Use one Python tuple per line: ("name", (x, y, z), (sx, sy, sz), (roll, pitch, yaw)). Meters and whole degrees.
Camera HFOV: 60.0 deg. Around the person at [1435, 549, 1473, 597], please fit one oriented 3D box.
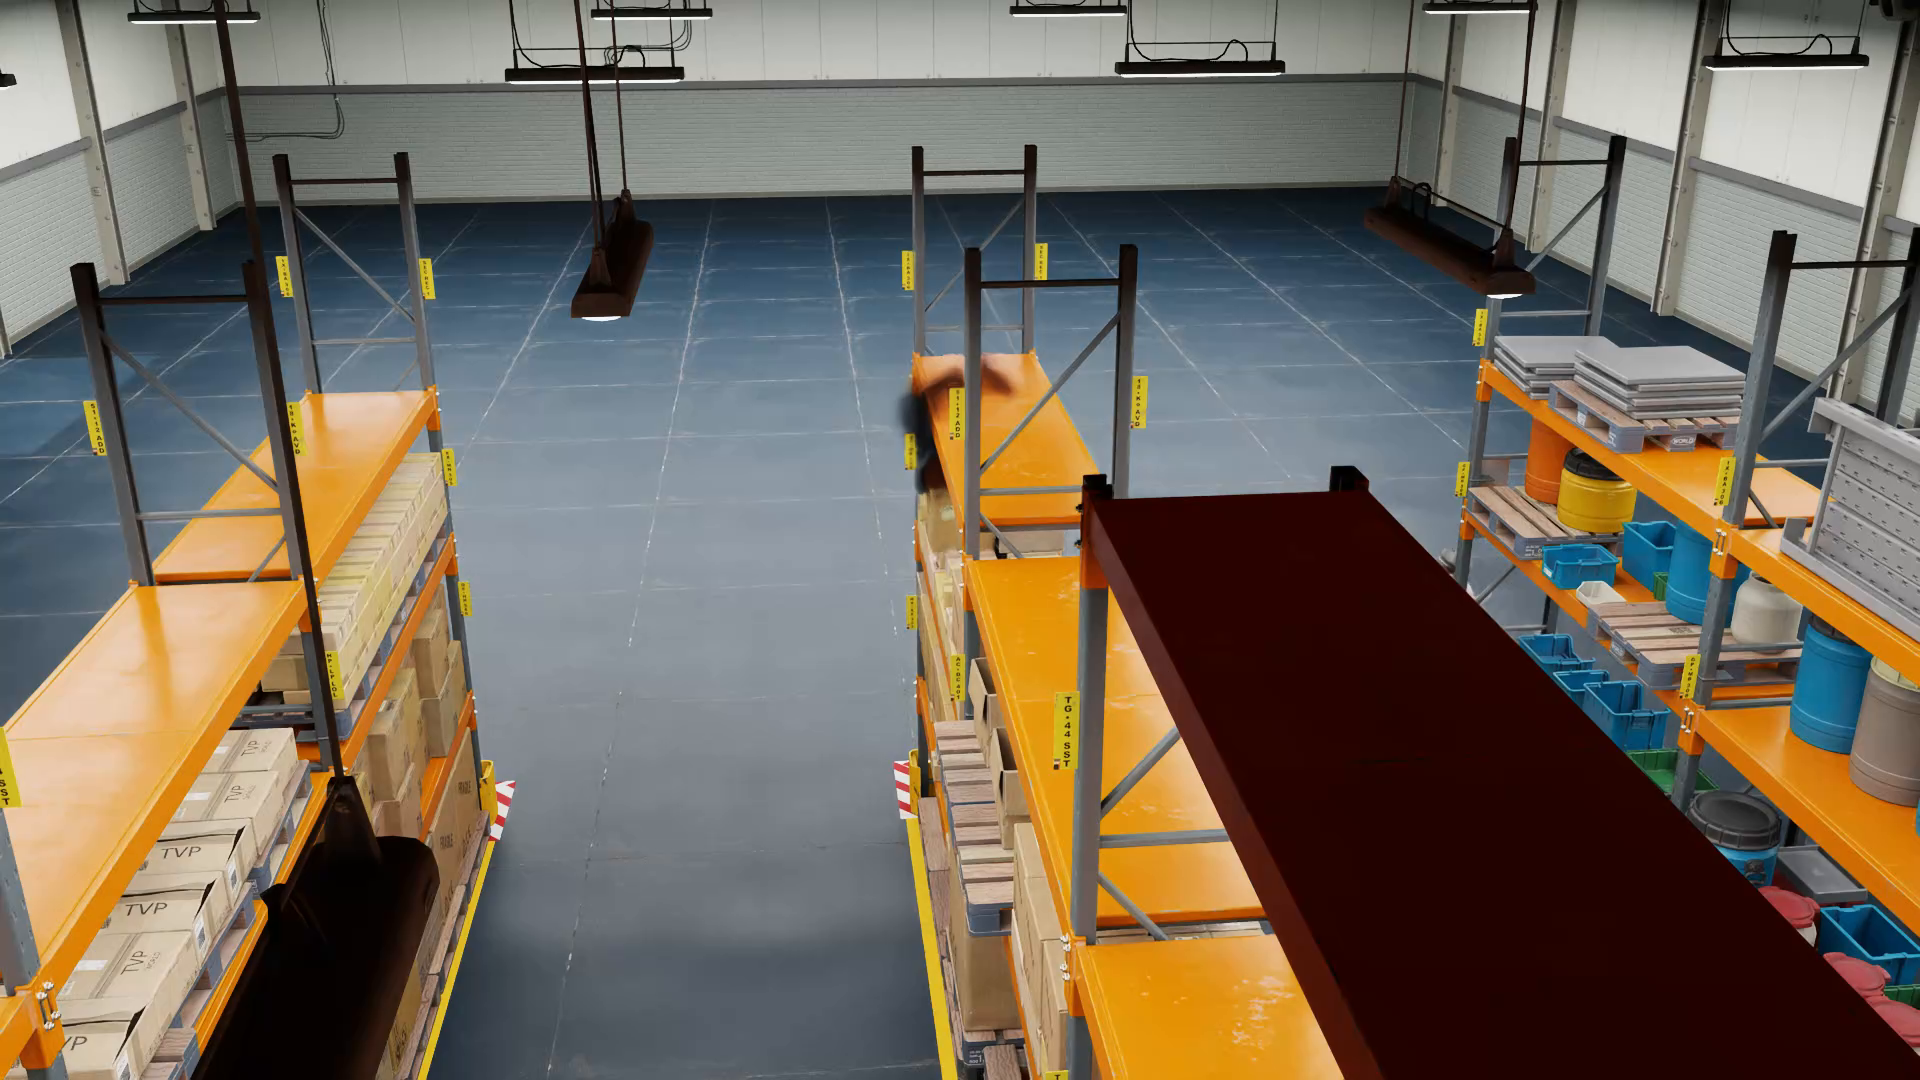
("person", (5.011, 0.930, 17.014), (0.776, 1.734, 0.620), (11, 24, 26))
